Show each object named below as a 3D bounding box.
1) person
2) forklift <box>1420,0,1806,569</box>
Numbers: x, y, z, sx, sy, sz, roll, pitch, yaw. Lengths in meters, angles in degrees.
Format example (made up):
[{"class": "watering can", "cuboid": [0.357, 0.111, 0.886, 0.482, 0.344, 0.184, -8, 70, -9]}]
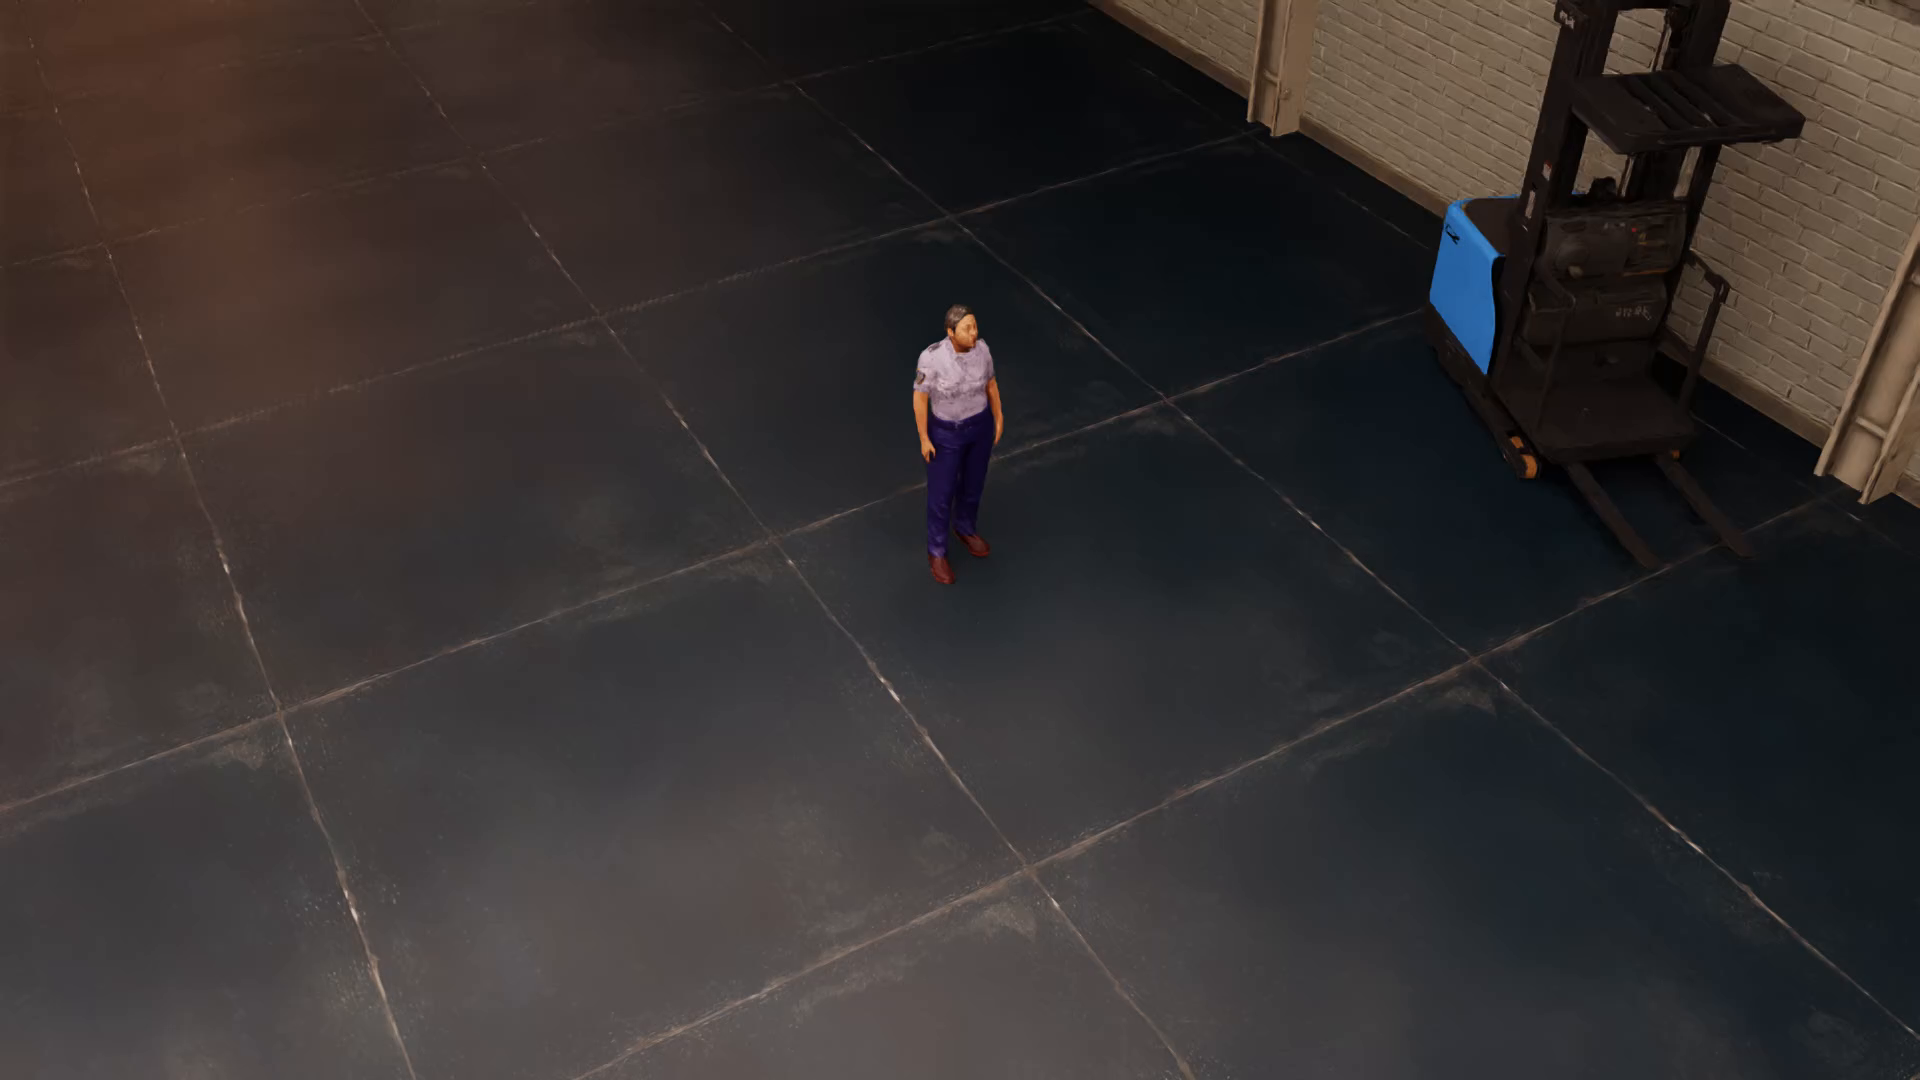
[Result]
[{"class": "person", "cuboid": [0.025, -0.583, 9.733, 0.599, 1.650, 0.502, -20, 44, -23]}, {"class": "forklift", "cuboid": [4.112, -1.776, 10.178, 1.130, 2.935, 3.031, -7, 40, -8]}]
